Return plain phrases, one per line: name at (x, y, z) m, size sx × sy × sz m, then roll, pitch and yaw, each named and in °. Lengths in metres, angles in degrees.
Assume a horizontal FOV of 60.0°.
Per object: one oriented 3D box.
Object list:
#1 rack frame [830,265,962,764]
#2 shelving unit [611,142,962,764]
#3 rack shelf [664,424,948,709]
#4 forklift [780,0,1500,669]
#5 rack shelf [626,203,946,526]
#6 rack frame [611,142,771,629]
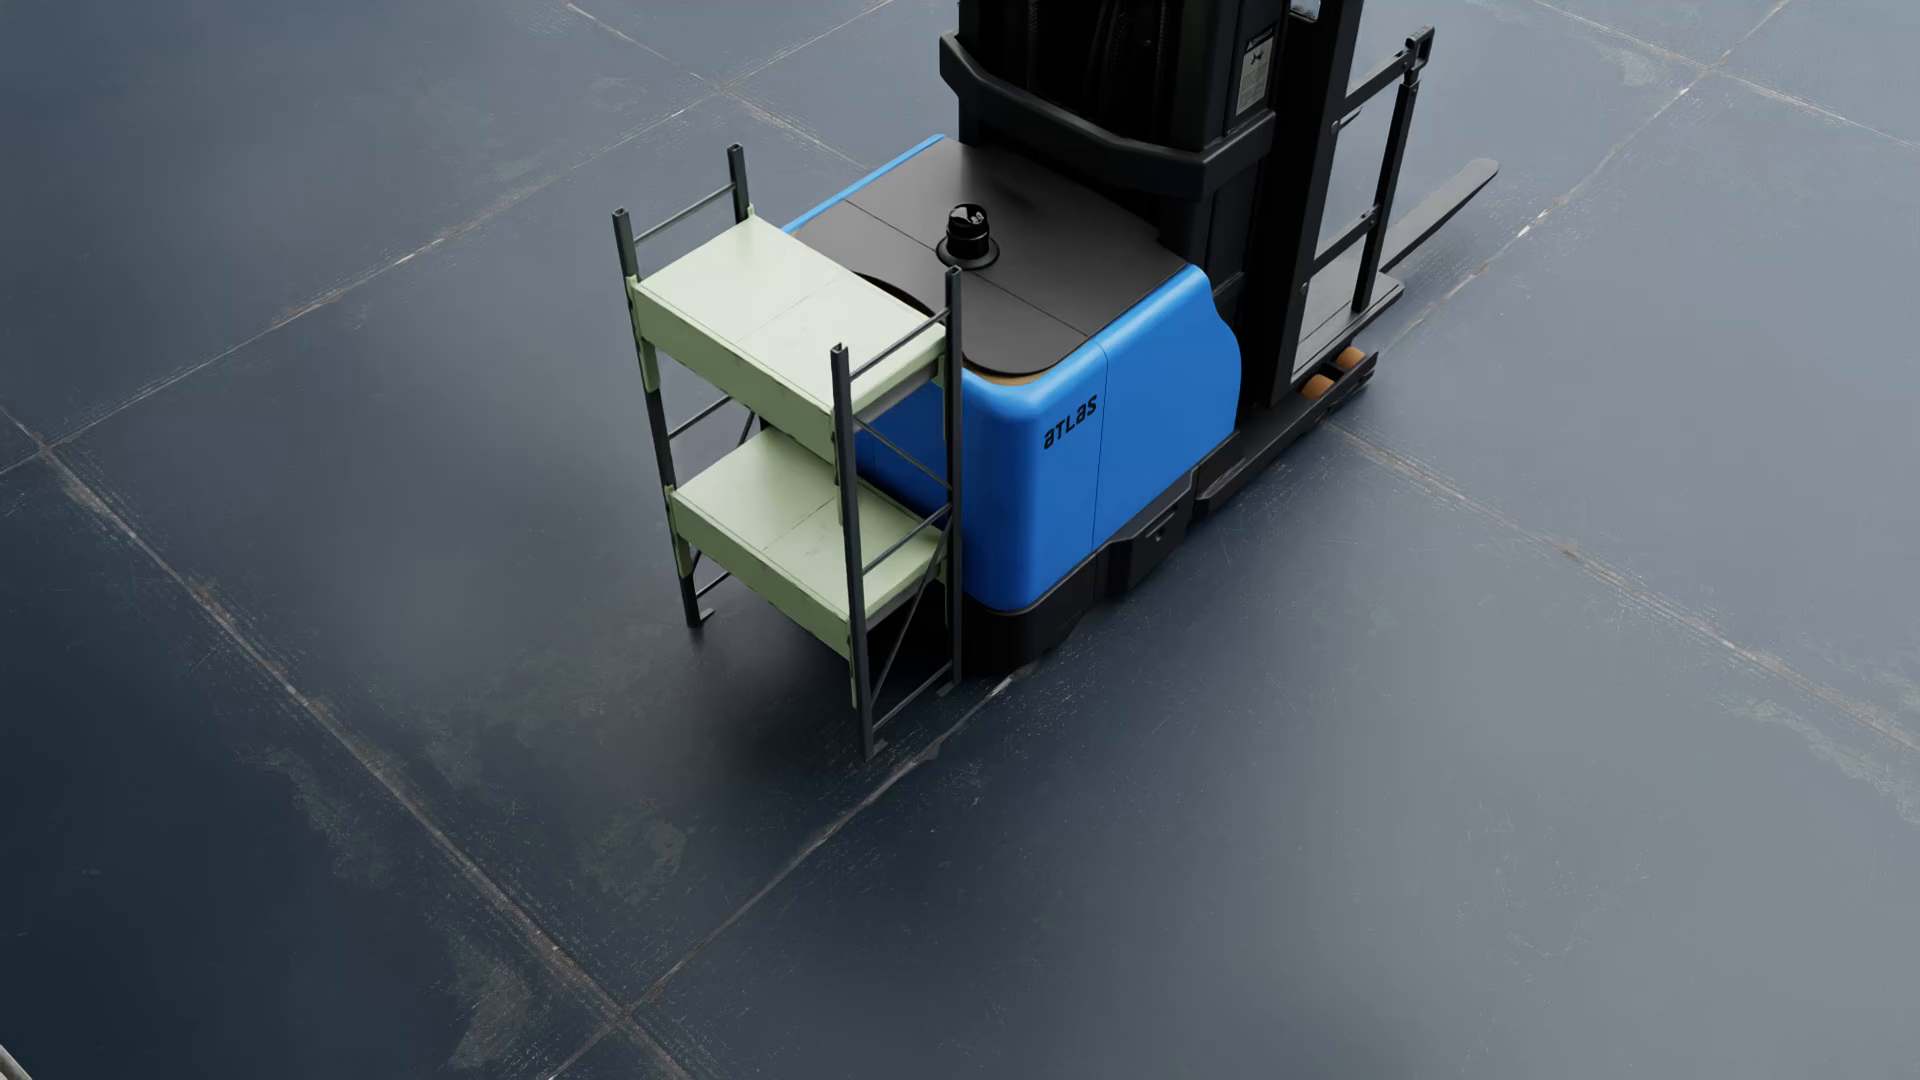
rack frame at (-0.138, 0.001, 4.221) m, size 0.023 × 1.500 × 0.400 m, roll 34°, pitch 55°, yaw 27°
shelving unit at (-0.408, -0.179, 4.389) m, size 0.755 × 1.500 × 0.431 m, roll 34°, pitch 55°, yaw 27°
rack shelf at (-0.408, 0.044, 4.627) m, size 0.720 × 0.370 × 0.431 m, roll 34°, pitch 55°, yaw 27°
forklift at (0.773, -1.621, 4.762) m, size 1.130 × 2.935 × 3.031 m, roll 34°, pitch 55°, yaw 27°
rack shelf at (-0.408, -0.446, 4.105) m, size 0.720 × 0.370 × 0.431 m, roll 34°, pitch 55°, yaw 27°
rack frame at (-0.679, -0.359, 4.558) m, size 0.023 × 1.500 × 0.400 m, roll 34°, pitch 55°, yaw 27°
